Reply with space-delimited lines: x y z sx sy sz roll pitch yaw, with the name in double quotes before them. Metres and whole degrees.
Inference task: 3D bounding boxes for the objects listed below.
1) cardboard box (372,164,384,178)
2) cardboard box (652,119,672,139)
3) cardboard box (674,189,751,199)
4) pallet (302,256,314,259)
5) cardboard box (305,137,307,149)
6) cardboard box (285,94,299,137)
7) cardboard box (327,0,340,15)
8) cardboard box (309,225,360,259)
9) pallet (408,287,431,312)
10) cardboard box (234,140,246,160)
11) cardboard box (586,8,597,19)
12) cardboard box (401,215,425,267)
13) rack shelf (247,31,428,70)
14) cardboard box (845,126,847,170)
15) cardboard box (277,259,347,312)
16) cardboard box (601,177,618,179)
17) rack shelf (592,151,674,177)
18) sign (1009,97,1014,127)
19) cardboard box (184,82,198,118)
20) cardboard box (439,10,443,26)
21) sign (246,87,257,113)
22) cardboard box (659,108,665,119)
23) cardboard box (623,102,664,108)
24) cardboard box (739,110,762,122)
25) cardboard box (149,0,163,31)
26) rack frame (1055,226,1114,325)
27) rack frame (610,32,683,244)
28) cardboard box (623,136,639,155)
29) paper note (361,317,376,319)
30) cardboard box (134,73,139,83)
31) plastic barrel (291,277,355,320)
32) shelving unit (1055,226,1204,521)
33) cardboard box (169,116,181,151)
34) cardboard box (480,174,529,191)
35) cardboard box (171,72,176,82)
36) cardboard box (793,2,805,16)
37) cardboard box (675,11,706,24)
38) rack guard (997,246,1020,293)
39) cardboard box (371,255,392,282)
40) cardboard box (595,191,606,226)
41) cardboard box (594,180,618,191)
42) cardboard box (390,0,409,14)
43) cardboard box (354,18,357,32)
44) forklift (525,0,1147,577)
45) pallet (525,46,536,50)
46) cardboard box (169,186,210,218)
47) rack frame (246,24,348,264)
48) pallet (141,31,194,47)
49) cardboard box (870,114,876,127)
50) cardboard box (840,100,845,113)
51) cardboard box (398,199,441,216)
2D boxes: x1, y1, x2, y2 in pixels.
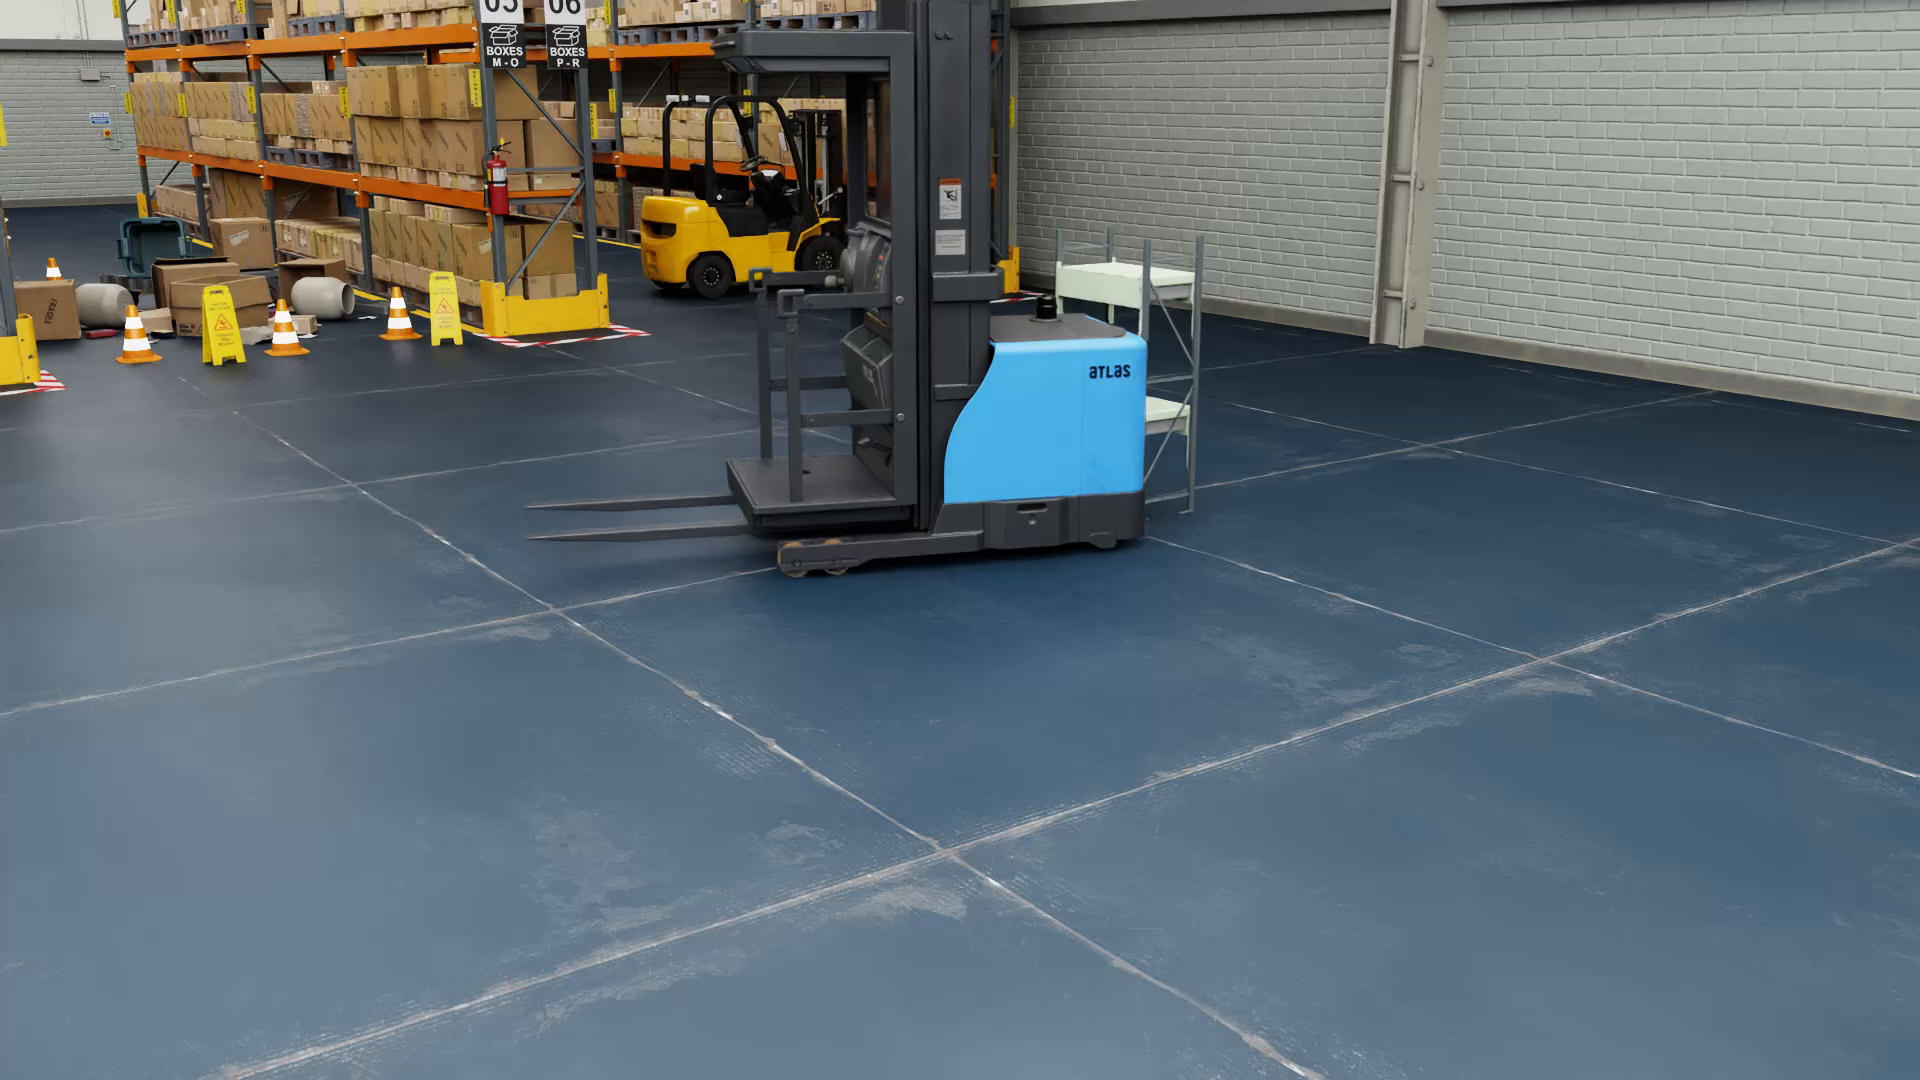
"cardboard box" -6.138 -4.011 18.027 0.380 0.149 0.250 -10 18 -33
"cardboard box" -3.944 -5.735 23.187 0.500 0.250 0.500 -11 19 -36
"cardboard box" -3.451 -4.561 23.261 0.875 0.625 0.625 -12 19 -37
"pallet" -7.435 -3.377 20.516 1.003 0.211 1.213 -11 19 -35
"cardboard box" -7.756 -4.846 20.281 0.380 0.149 0.250 -10 18 -32
"cardboard box" -7.899 -5.189 20.306 0.500 0.500 0.500 -10 18 -34
"cardboard box" -6.715 -5.975 18.531 0.500 0.250 0.500 -11 19 -36
"cardboard box" -7.401 -3.644 20.388 0.950 0.372 0.625 -10 18 -33
"pallet" -5.110 -2.552 17.500 1.003 0.211 1.213 -11 19 -35
"cardboard box" -9.427 -5.252 22.366 0.500 0.250 0.500 -10 18 -34
"cardboard box" -5.301 -7.780 24.603 0.380 0.149 0.250 -12 19 -36
"cardboard box" -5.498 -3.142 17.367 0.500 0.500 0.500 -10 18 -32
"rack shelf" -7.431 -5.822 19.848 1.077 0.370 4.000 -11 19 -35
"cardboard box" -0.991 -4.547 19.317 0.500 0.500 0.500 -11 19 -36
"cardboard box" -6.725 -2.651 17.311 0.500 0.500 0.500 1 15 4
"cardboard box" -5.452 -5.658 26.278 0.380 0.149 0.250 -11 19 -34
"rack shelf" -5.770 -6.001 26.183 1.077 0.370 4.000 -11 19 -35
"sign" 0.563 -4.753 18.471 0.100 0.325 0.005 -11 19 -35
"cardboard box" -10.932 -6.396 24.179 0.500 0.500 0.500 -11 19 -34
"cardboard box" -4.735 -4.974 15.862 0.380 0.149 0.250 -11 19 -34
"sign" -9.053 -5.621 21.239 0.100 0.325 0.005 -11 19 -35
"cardboard box" -3.979 -5.958 23.243 0.380 0.149 0.250 -11 19 -34
"cardboard box" -4.770 -6.306 24.949 0.500 0.500 0.500 -10 18 -32
"cardboard box" -2.622 -5.466 21.448 0.380 0.149 0.250 -10 18 -33
"cardboard box" -12.246 -8.150 25.815 0.500 0.500 0.500 -10 18 -34
"rack frame" 0.696 -1.009 9.421 0.400 1.500 0.023 -10 18 -33
"rack frame" -4.594 -5.921 24.527 1.000 3.000 0.127 -11 19 -35
"cardboard box" -4.530 -5.716 24.062 0.500 0.250 0.500 -11 19 -34
"paper note" -5.944 -2.241 16.707 0.148 0.019 0.142 10 18 33
"cardboard box" -13.325 -7.583 27.286 0.380 0.149 0.250 -10 18 -33
"plastic barrel" -6.342 -2.405 16.561 0.512 0.421 0.421 1 15 4
"shelving unit" 0.904 -0.930 9.131 0.431 1.500 0.755 -10 18 -33
"cardboard box" -11.745 -6.220 25.432 0.500 0.500 0.500 -11 19 -36
"cardboard box" -4.296 -3.367 15.672 0.380 0.149 0.250 -10 18 -33
"cardboard box" -11.766 -7.043 25.314 0.380 0.149 0.250 -11 19 -35
"cardboard box" -1.772 -6.336 19.853 0.380 0.149 0.250 -10 18 -33
"cardboard box" -3.587 -6.996 22.263 0.380 0.149 0.250 -11 19 -35
"rack guard" 0.124 -3.002 18.597 1.175 0.500 0.348 -11 19 -35
"cardboard box" -6.126 -3.004 18.283 0.500 0.250 0.500 -12 19 -37
"cardboard box" -5.302 -5.083 25.406 0.500 0.500 0.500 -11 19 -35
"cardboard box" -5.394 -5.413 25.384 0.380 0.149 0.250 -12 19 -36
"cardboard box" -5.324 -5.352 16.487 0.500 0.250 0.500 -11 19 -34
"cardboard box" -6.270 -5.515 17.840 0.380 0.149 0.250 -11 19 -35
"forklift" -0.641 -1.390 8.103 3.031 2.935 1.130 -4 16 -14
"pallet" -6.619 -7.981 26.728 1.213 0.211 1.003 -11 19 -35
"cardboard box" -12.296 -5.505 27.066 0.875 0.438 0.875 -10 18 -33
"rack frame" -8.606 -5.150 21.709 1.000 3.000 0.127 -11 19 -35
"pallet" -12.144 -7.845 26.041 1.003 0.211 1.213 -11 19 -35
"cardboard box" -0.929 -4.824 19.100 0.380 0.149 0.250 -12 19 -36
"cardboard box" -1.178 -5.088 19.501 0.380 0.149 0.250 -11 19 -34
"cardboard box" -5.637 -3.476 17.358 0.380 0.149 0.250 -10 18 -31
